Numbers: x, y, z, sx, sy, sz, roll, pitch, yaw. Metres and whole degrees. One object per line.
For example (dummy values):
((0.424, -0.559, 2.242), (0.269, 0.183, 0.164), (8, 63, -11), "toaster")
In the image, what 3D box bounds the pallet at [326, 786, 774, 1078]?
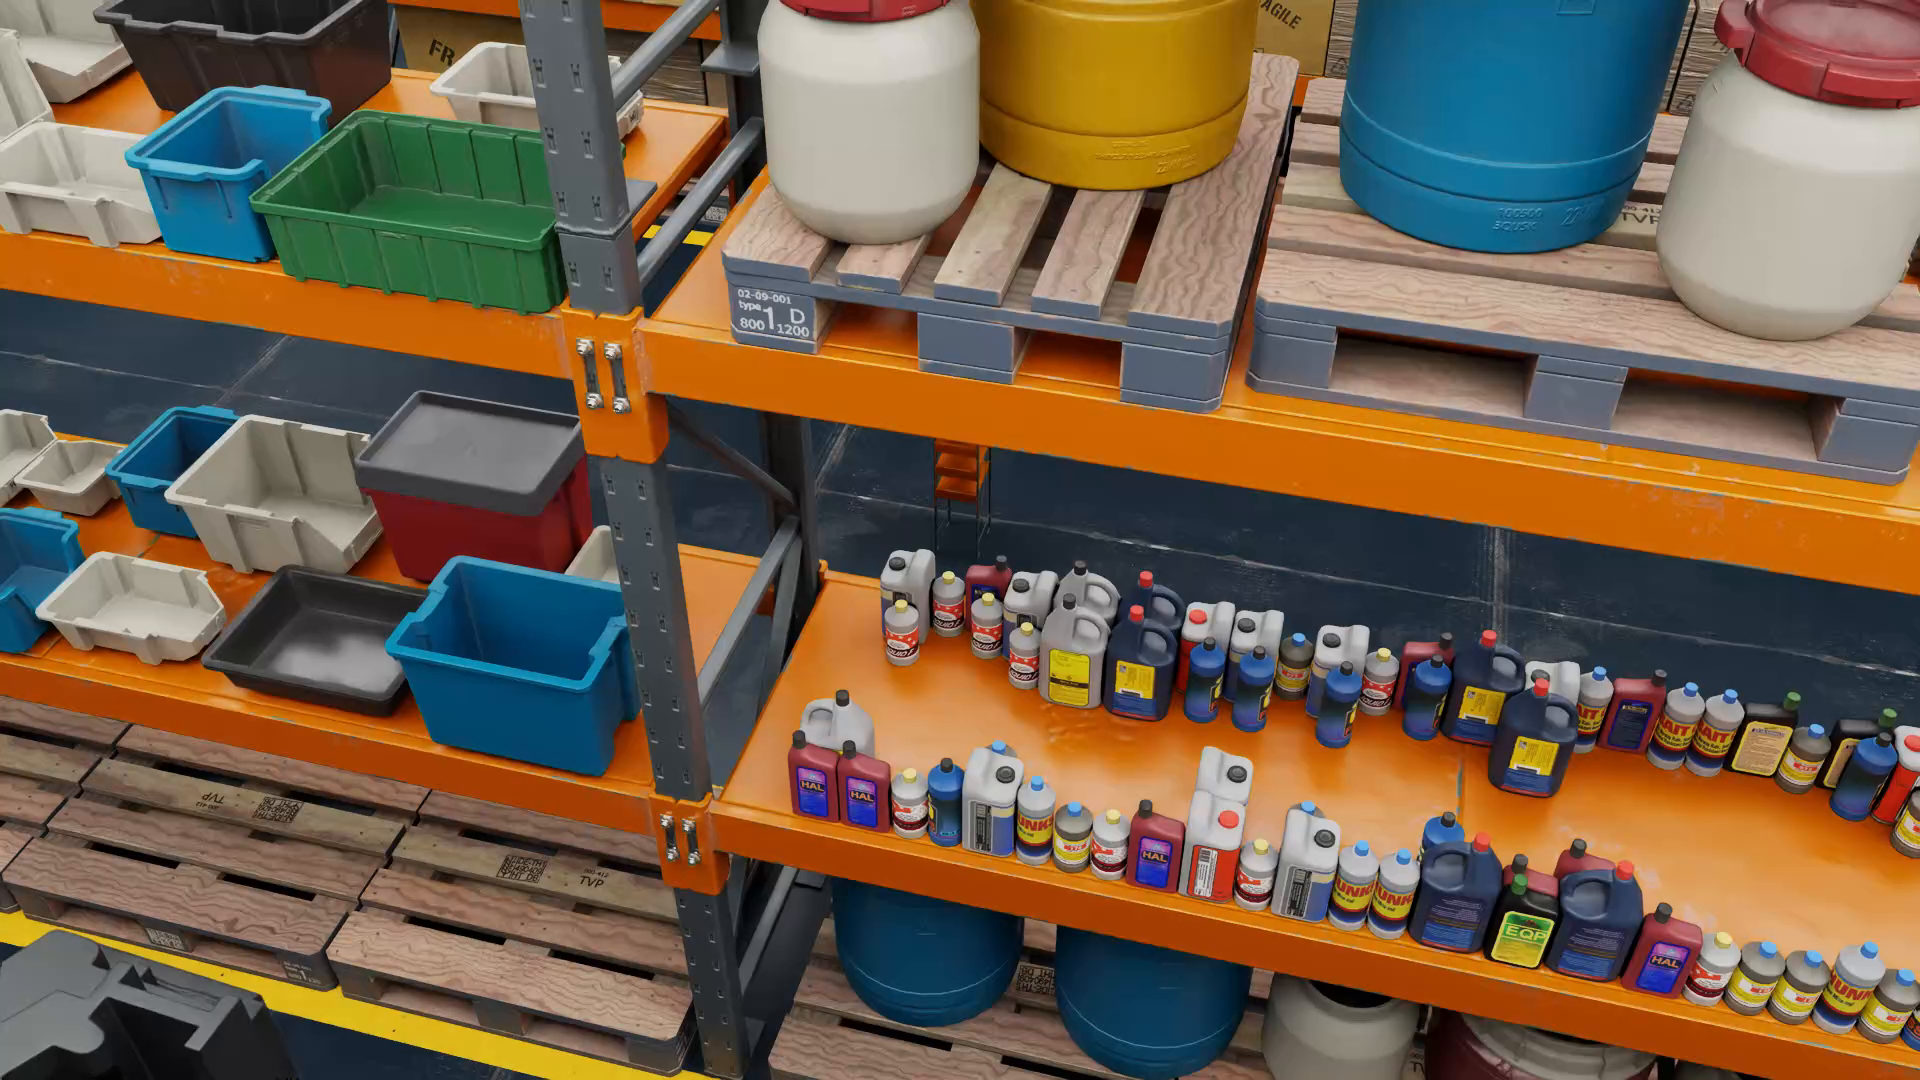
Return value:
((-1.337, 1.206, 5.650), (1.213, 0.211, 1.003), (10, 41, 11), "pallet")

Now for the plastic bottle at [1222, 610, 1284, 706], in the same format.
((0.818, 0.315, 4.639), (0.135, 0.276, 0.152), (10, 41, 11), "plastic bottle")

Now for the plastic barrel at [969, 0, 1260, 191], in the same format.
((0.318, -1.120, 3.446), (0.600, 0.588, 0.600), (0, 40, 0), "plastic barrel")

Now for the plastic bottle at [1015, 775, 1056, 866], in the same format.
((0.191, 0.696, 4.189), (0.097, 0.271, 0.097), (0, 40, 0), "plastic bottle")

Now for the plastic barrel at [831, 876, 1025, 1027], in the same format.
((-0.095, 0.980, 5.056), (0.708, 0.901, 0.600), (10, 41, 11), "plastic barrel")

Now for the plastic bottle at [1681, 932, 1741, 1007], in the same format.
((1.759, 0.993, 3.890), (0.097, 0.201, 0.097), (0, 40, 0), "plastic bottle")

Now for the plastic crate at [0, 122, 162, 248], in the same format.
((-1.943, -0.787, 3.727), (0.466, 0.136, 0.293), (10, 41, 11), "plastic crate")

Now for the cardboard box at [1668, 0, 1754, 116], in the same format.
((3.507, -2.229, 7.494), (0.500, 0.500, 0.500), (9, 41, 11), "cardboard box")

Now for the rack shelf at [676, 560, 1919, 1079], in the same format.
((1.316, 0.844, 4.472), (4.000, 0.370, 1.077), (10, 41, 11), "rack shelf")

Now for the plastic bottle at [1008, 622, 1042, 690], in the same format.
((0.187, 0.318, 4.693), (0.097, 0.201, 0.097), (0, 40, 0), "plastic bottle")

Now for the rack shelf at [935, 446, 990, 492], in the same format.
((0.014, -0.331, 6.967), (0.180, 0.103, 0.258), (10, 41, 11), "rack shelf")

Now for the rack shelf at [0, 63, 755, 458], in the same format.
((-2.548, -0.970, 4.299), (4.000, 0.370, 1.077), (10, 41, 11), "rack shelf")

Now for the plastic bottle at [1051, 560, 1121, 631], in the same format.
((0.356, 0.204, 4.713), (0.185, 0.351, 0.144), (10, 41, 11), "plastic bottle")

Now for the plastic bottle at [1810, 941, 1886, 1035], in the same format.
((2.041, 1.014, 3.810), (0.097, 0.271, 0.097), (0, 40, 0), "plastic bottle")

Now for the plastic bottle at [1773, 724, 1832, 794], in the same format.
((2.232, 0.569, 4.395), (0.097, 0.201, 0.097), (0, 40, 0), "plastic bottle")

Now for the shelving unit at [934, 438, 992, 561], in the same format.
((0.014, -0.457, 6.861), (0.189, 1.200, 0.258), (10, 41, 11), "shelving unit")

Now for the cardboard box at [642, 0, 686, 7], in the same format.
((-1.456, -2.891, 8.555), (0.250, 0.149, 0.380), (9, 41, 10), "cardboard box")

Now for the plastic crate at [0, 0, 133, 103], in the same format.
((-2.420, -1.287, 4.323), (0.530, 0.136, 0.437), (10, 41, 11), "plastic crate")

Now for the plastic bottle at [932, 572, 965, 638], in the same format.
((-0.033, 0.179, 4.859), (0.097, 0.201, 0.097), (0, 40, 0), "plastic bottle")

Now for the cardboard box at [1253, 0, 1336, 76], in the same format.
((1.530, -2.565, 7.894), (0.500, 0.500, 0.500), (10, 41, 11), "cardboard box")

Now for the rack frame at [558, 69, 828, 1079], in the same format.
((-0.616, 0.236, 4.637), (0.127, 3.000, 1.000), (10, 41, 11), "rack frame")

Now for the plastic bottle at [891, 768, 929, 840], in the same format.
((-0.127, 0.668, 4.277), (0.097, 0.201, 0.097), (0, 40, 0), "plastic bottle")

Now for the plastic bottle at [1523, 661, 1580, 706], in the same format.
((1.573, 0.445, 4.484), (0.135, 0.276, 0.152), (10, 41, 11), "plastic bottle")

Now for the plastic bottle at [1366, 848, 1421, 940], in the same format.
((1.050, 0.844, 4.013), (0.097, 0.271, 0.097), (0, 40, 0), "plastic bottle")

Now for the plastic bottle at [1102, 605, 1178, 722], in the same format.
((0.497, 0.325, 4.570), (0.185, 0.351, 0.144), (10, 41, 11), "plastic bottle")

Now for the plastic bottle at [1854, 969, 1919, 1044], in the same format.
((2.135, 1.057, 3.813), (0.097, 0.201, 0.097), (0, 40, 0), "plastic bottle")

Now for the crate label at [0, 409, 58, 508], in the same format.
((-3.094, -0.240, 5.361), (0.243, 0.136, 0.396), (10, 41, 11), "crate label")

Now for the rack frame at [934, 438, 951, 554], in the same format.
((-0.074, -0.472, 6.879), (0.006, 1.200, 0.240), (10, 41, 11), "rack frame")

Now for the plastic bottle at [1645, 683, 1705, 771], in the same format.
((1.915, 0.487, 4.437), (0.097, 0.271, 0.097), (0, 40, 0), "plastic bottle")

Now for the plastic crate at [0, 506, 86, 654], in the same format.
((-2.765, 0.126, 4.851), (0.300, 0.233, 0.416), (10, 41, 11), "plastic crate")

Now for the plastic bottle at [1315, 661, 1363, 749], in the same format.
((1.028, 0.436, 4.499), (0.097, 0.271, 0.097), (0, 40, 0), "plastic bottle")

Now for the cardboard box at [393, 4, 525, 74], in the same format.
((-2.561, -2.797, 9.573), (0.875, 0.875, 0.875), (10, 41, 11), "cardboard box")

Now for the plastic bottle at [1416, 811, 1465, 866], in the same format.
((1.181, 0.770, 4.100), (0.097, 0.271, 0.097), (0, 40, 0), "plastic bottle")

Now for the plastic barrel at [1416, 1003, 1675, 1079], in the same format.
((1.680, 1.405, 4.793), (0.708, 0.588, 0.600), (10, 41, 11), "plastic barrel")

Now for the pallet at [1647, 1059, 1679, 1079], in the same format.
((2.475, 1.863, 4.867), (1.213, 0.211, 1.003), (10, 41, 11), "pallet")

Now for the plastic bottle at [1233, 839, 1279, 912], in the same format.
((0.732, 0.816, 4.101), (0.097, 0.201, 0.097), (0, 40, 0), "plastic bottle")

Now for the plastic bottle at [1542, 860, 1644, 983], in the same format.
((1.500, 0.875, 3.914), (0.185, 0.351, 0.144), (10, 41, 11), "plastic bottle")

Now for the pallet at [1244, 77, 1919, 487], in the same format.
((1.262, -0.584, 3.428), (1.213, 0.211, 1.003), (10, 41, 11), "pallet")

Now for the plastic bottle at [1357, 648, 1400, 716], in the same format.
((1.161, 0.384, 4.614), (0.097, 0.201, 0.097), (0, 40, 0), "plastic bottle")

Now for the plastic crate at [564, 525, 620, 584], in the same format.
((-1.029, 0.148, 4.900), (0.243, 0.136, 0.396), (10, 41, 11), "plastic crate")

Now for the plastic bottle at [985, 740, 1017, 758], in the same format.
((0.100, 0.606, 4.351), (0.097, 0.201, 0.097), (0, 40, 0), "plastic bottle")

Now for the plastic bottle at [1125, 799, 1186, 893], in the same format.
((0.485, 0.754, 4.110), (0.133, 0.283, 0.061), (10, 41, 11), "plastic bottle")

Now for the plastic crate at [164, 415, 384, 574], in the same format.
((-2.044, -0.110, 5.094), (0.530, 0.282, 0.437), (10, 41, 11), "plastic crate")

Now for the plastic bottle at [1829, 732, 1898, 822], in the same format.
((2.346, 0.602, 4.301), (0.097, 0.271, 0.097), (0, 40, 0), "plastic bottle")
